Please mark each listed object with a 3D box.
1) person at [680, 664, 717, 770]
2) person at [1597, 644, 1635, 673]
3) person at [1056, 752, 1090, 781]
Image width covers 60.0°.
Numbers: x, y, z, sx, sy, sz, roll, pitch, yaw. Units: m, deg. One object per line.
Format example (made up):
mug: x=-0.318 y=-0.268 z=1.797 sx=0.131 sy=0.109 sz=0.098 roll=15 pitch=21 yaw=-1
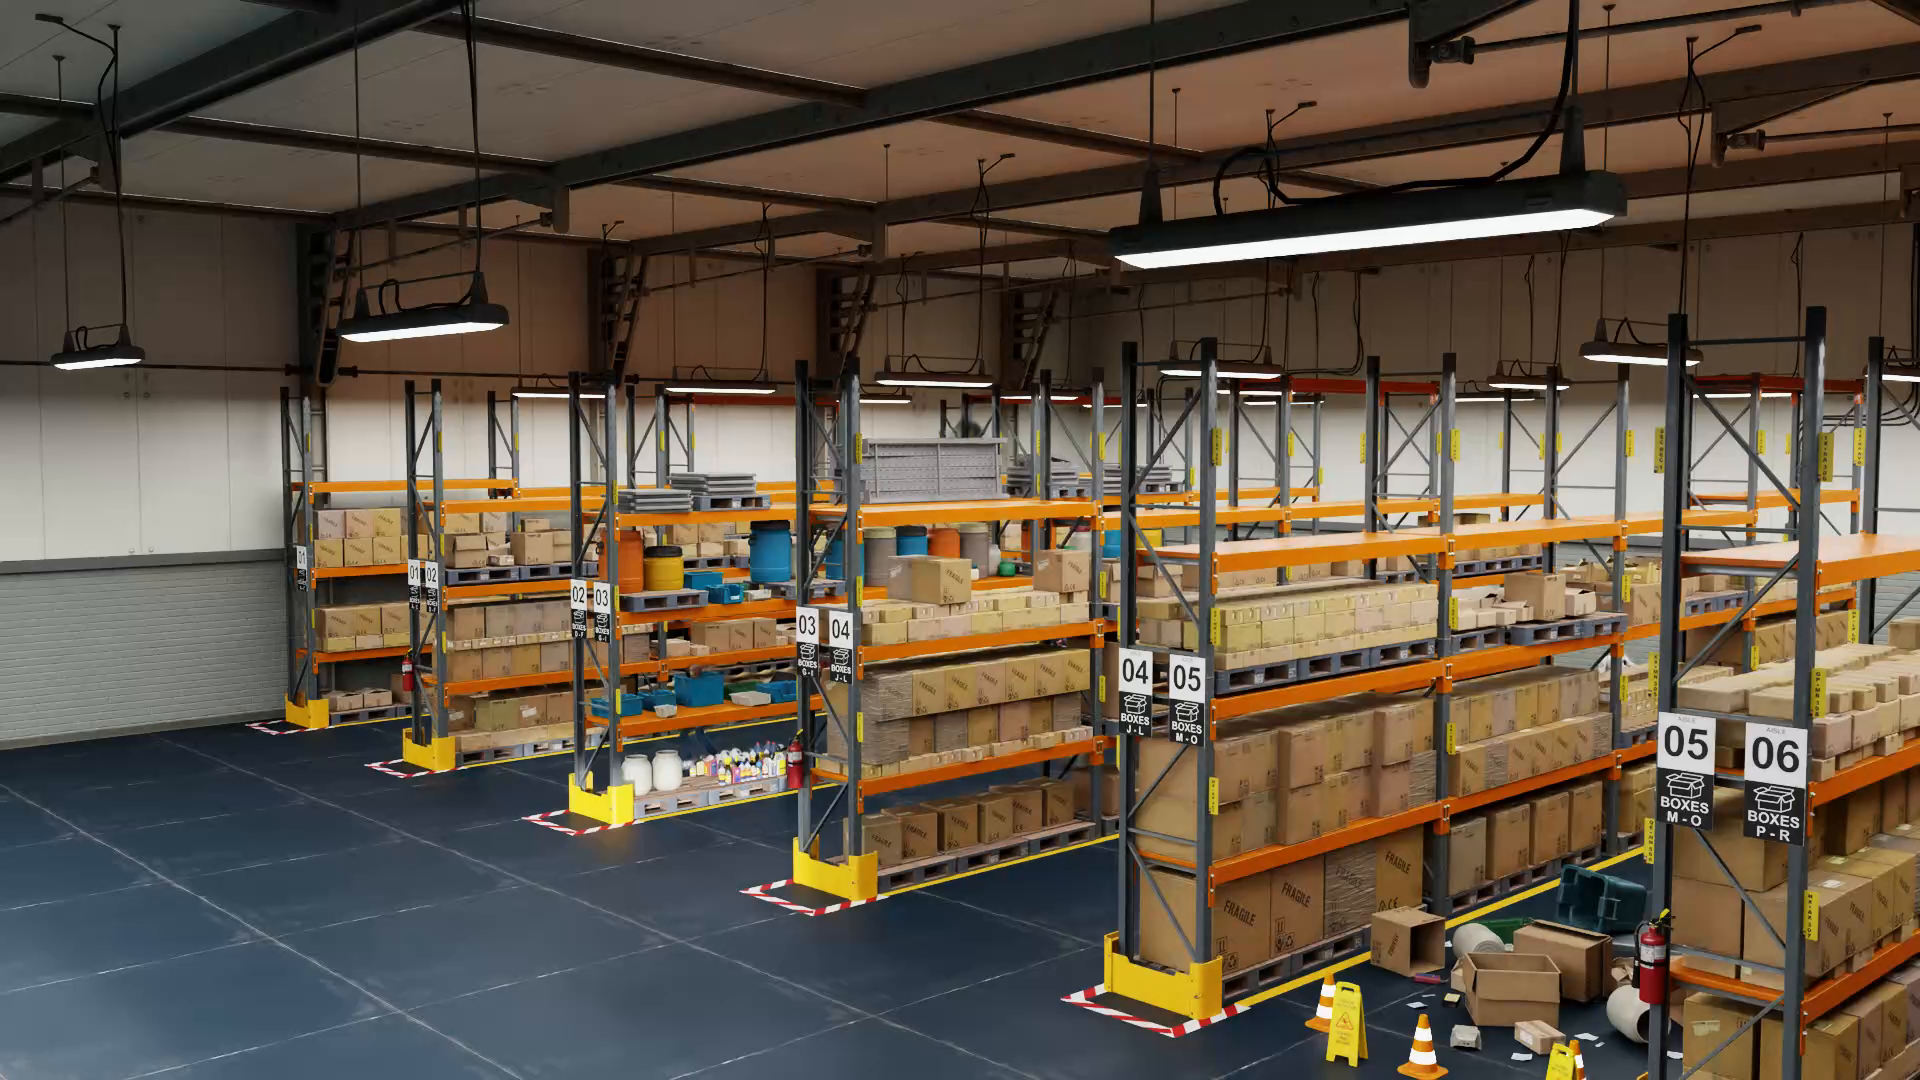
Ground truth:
person: x=-4.062 y=2.727 z=25.646 sx=0.690 sy=1.632 sz=0.522 roll=-3 pitch=5 yaw=-43
person: x=11.237 y=2.544 z=28.485 sx=0.652 sy=1.716 sz=0.830 roll=1 pitch=4 yaw=18
person: x=1.658 y=2.769 z=23.848 sx=0.634 sy=1.783 sz=0.683 roll=3 pitch=5 yaw=39
